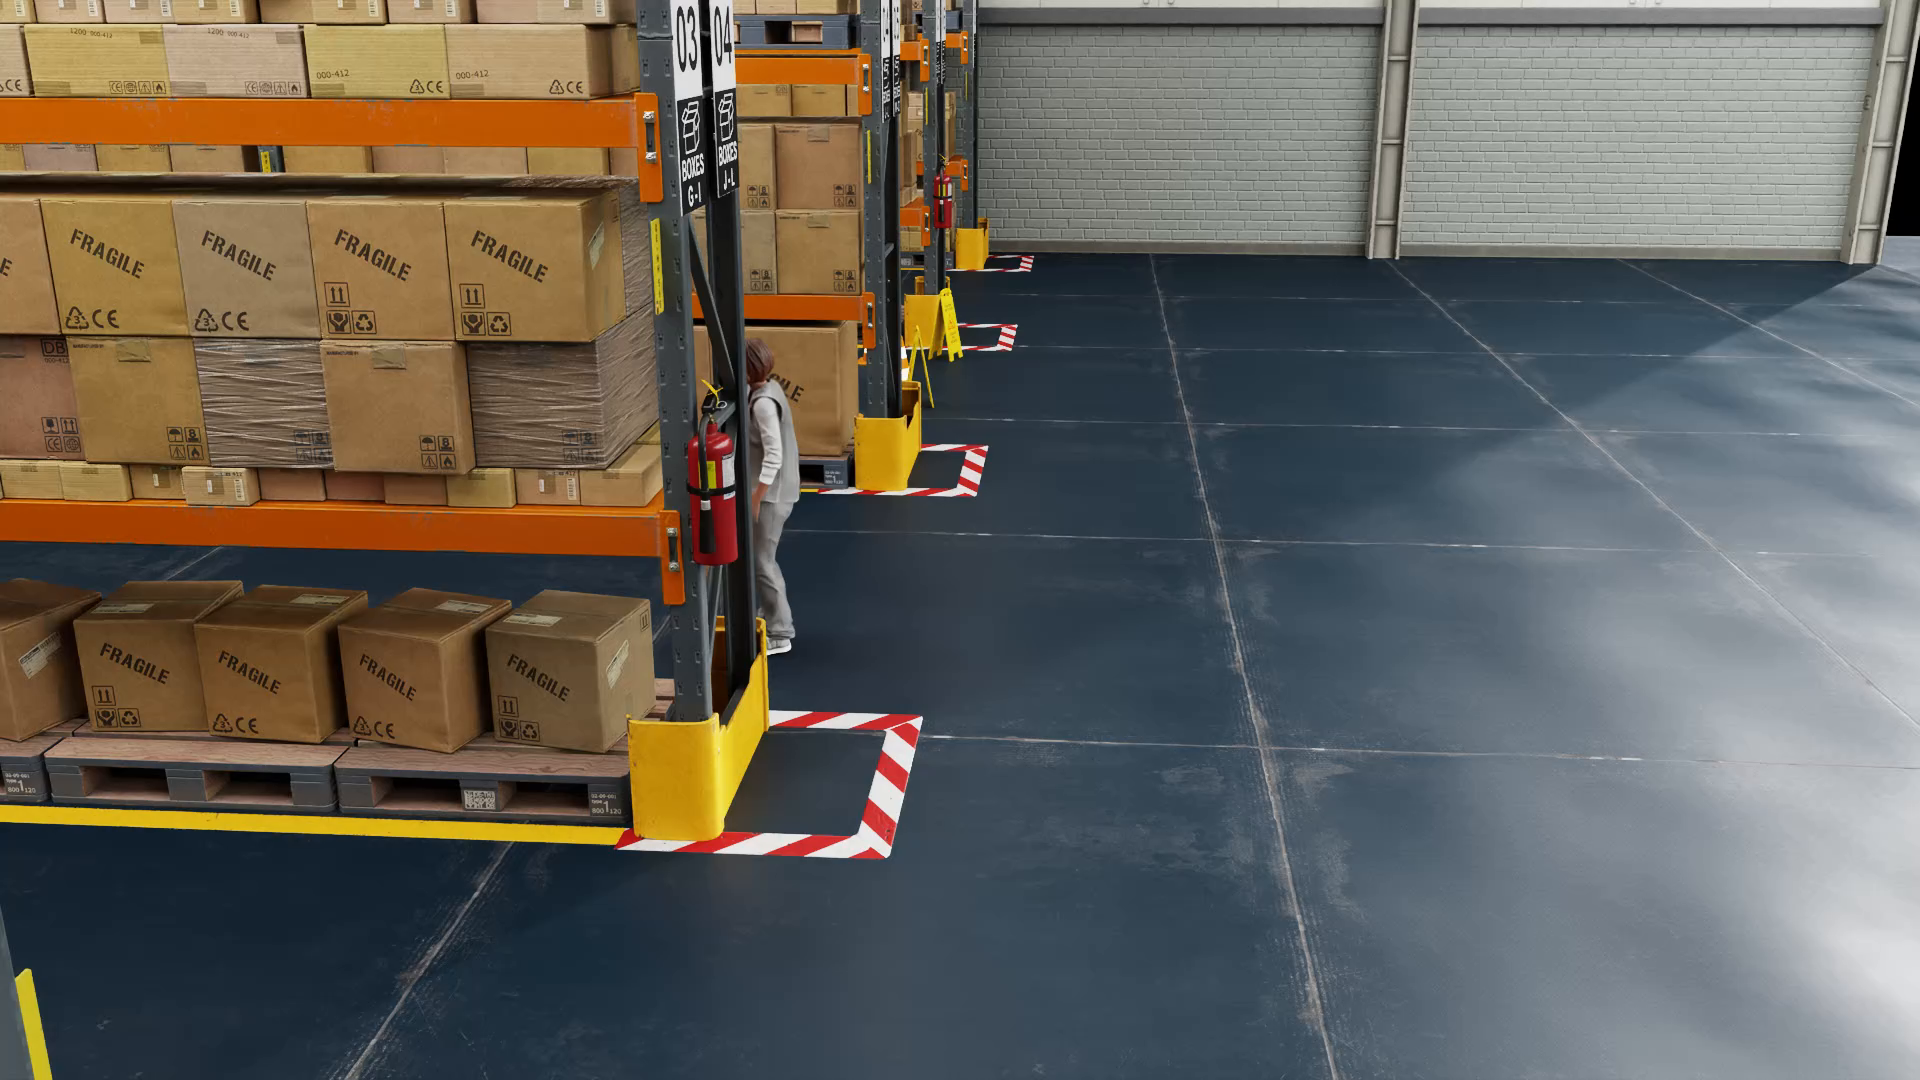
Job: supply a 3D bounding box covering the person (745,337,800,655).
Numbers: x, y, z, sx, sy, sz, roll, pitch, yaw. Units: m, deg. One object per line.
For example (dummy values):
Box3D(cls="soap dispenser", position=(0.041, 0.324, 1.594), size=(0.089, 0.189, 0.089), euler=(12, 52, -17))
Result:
Box3D(cls="person", position=(-0.970, -0.216, 8.237), size=(0.341, 1.596, 0.455), euler=(-4, 18, -13))
